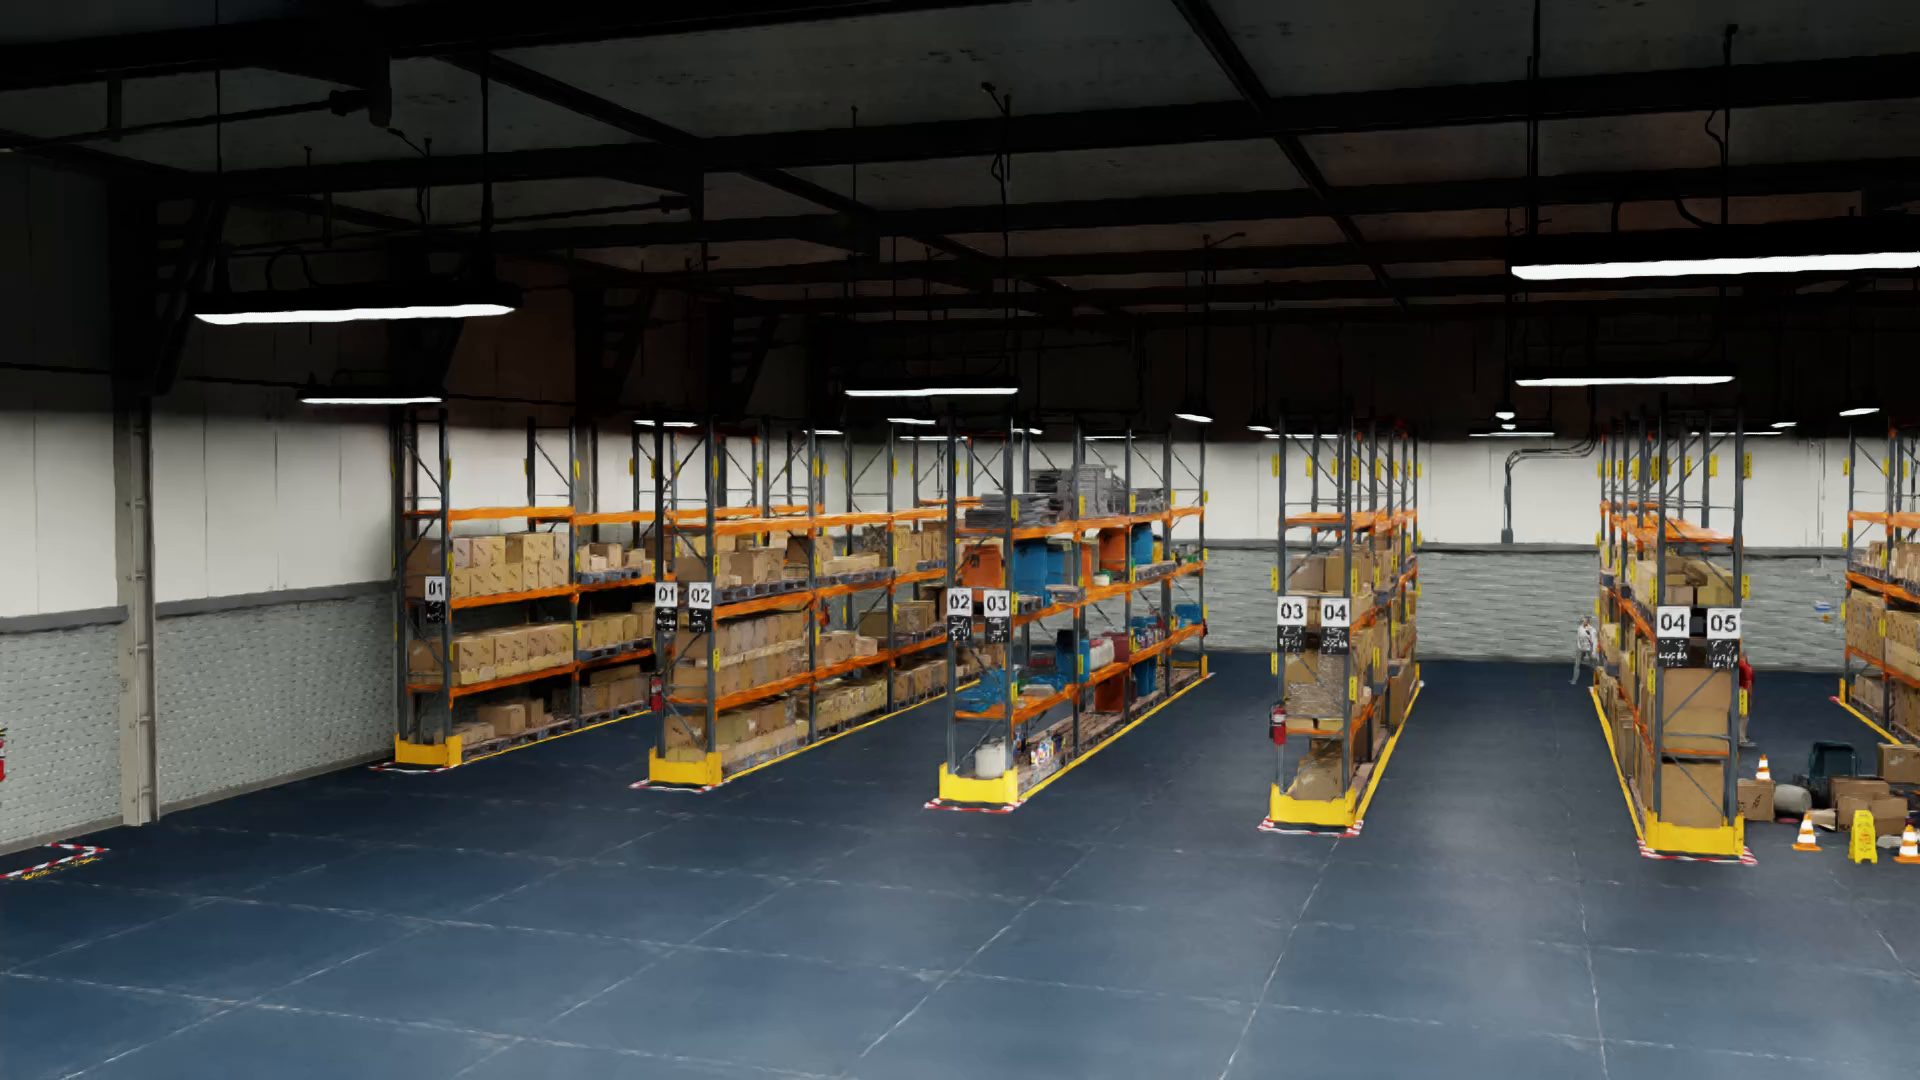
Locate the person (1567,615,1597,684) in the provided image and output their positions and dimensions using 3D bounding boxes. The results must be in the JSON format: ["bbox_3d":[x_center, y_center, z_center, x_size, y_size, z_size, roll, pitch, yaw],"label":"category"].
[{"bbox_3d":[14.487,2.532,38.516,0.910,1.625,0.496,-2,3,-43],"label":"person"}]

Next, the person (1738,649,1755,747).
[{"bbox_3d":[14.158,2.833,30.068,0.450,1.731,0.589,-1,3,-13],"label":"person"}]

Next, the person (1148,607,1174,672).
[{"bbox_3d":[4.646,2.414,39.244,0.585,1.722,0.986,2,3,40],"label":"person"}]
